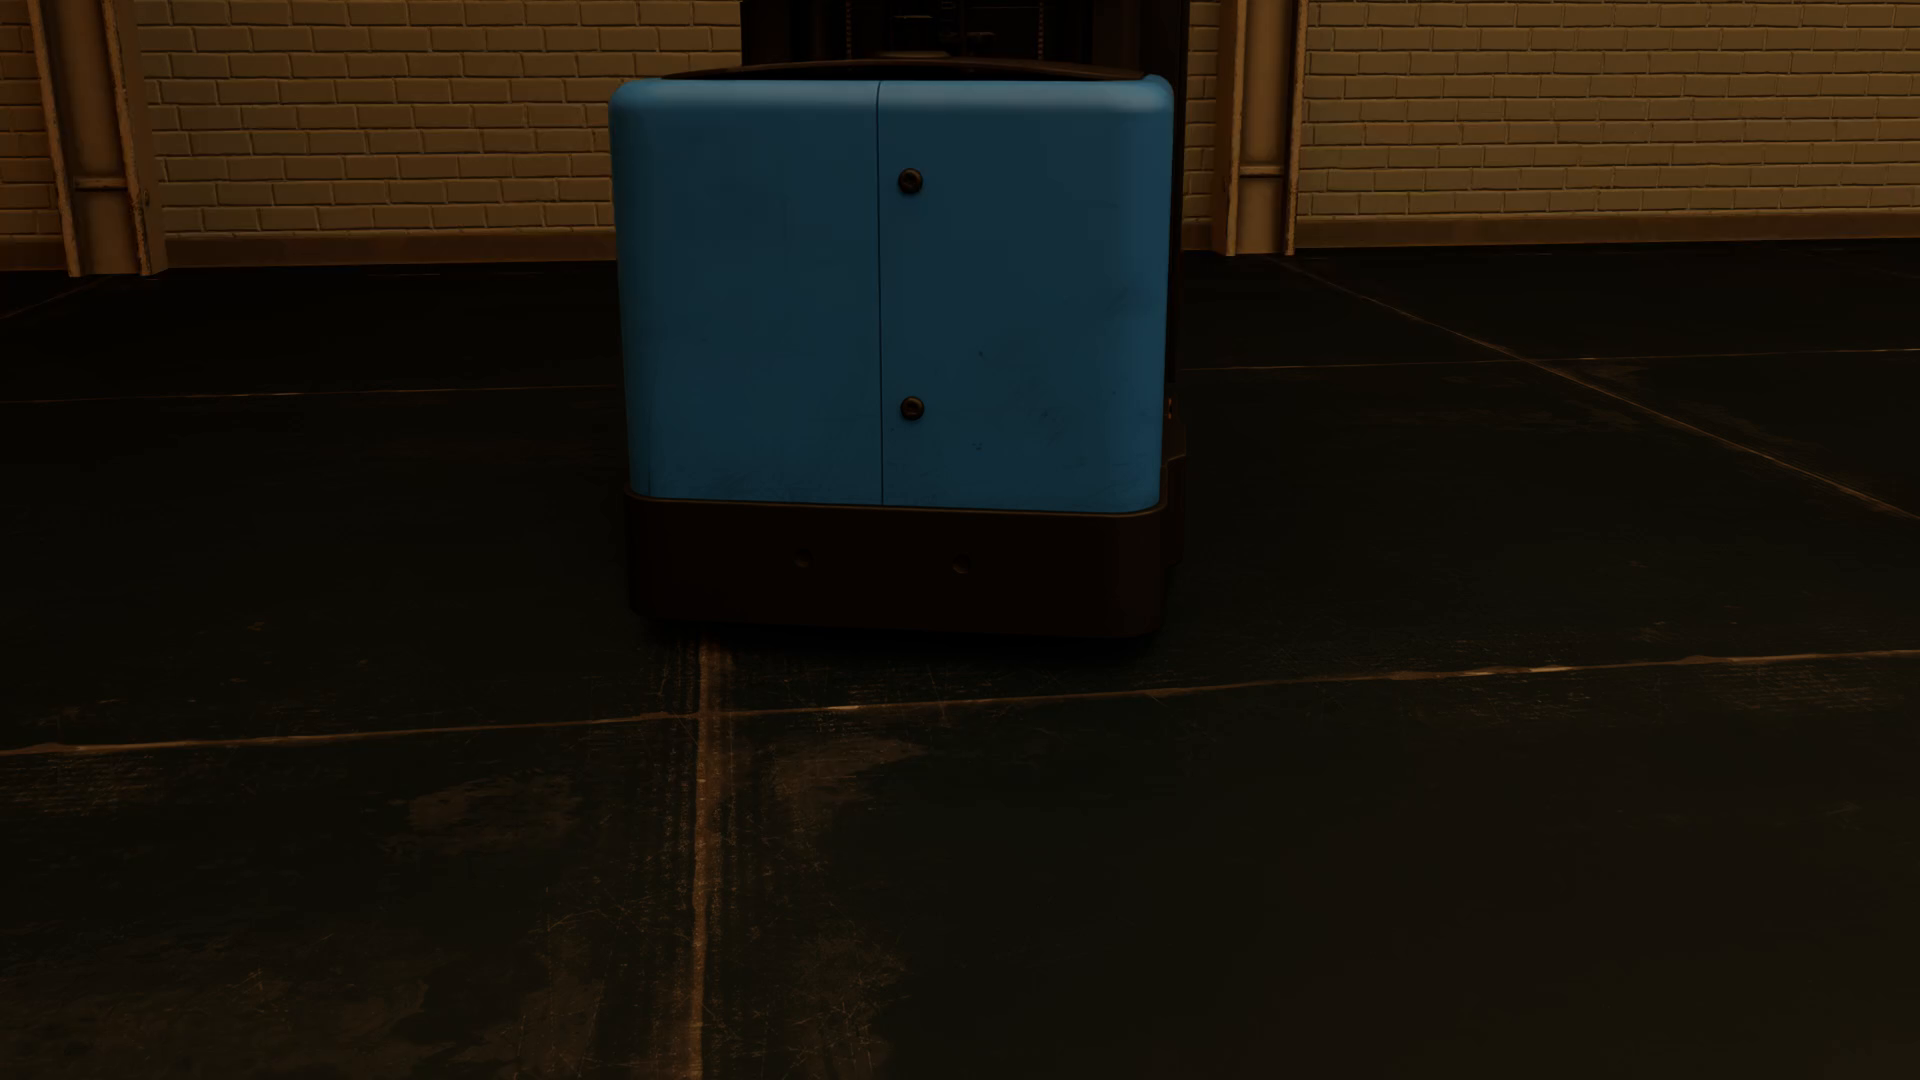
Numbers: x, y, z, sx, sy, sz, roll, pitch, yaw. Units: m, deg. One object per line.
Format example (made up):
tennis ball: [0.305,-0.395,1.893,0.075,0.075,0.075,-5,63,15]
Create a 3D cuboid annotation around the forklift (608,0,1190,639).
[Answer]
forklift: [0.041,-1.598,4.188,1.130,2.935,3.031,2,17,7]
